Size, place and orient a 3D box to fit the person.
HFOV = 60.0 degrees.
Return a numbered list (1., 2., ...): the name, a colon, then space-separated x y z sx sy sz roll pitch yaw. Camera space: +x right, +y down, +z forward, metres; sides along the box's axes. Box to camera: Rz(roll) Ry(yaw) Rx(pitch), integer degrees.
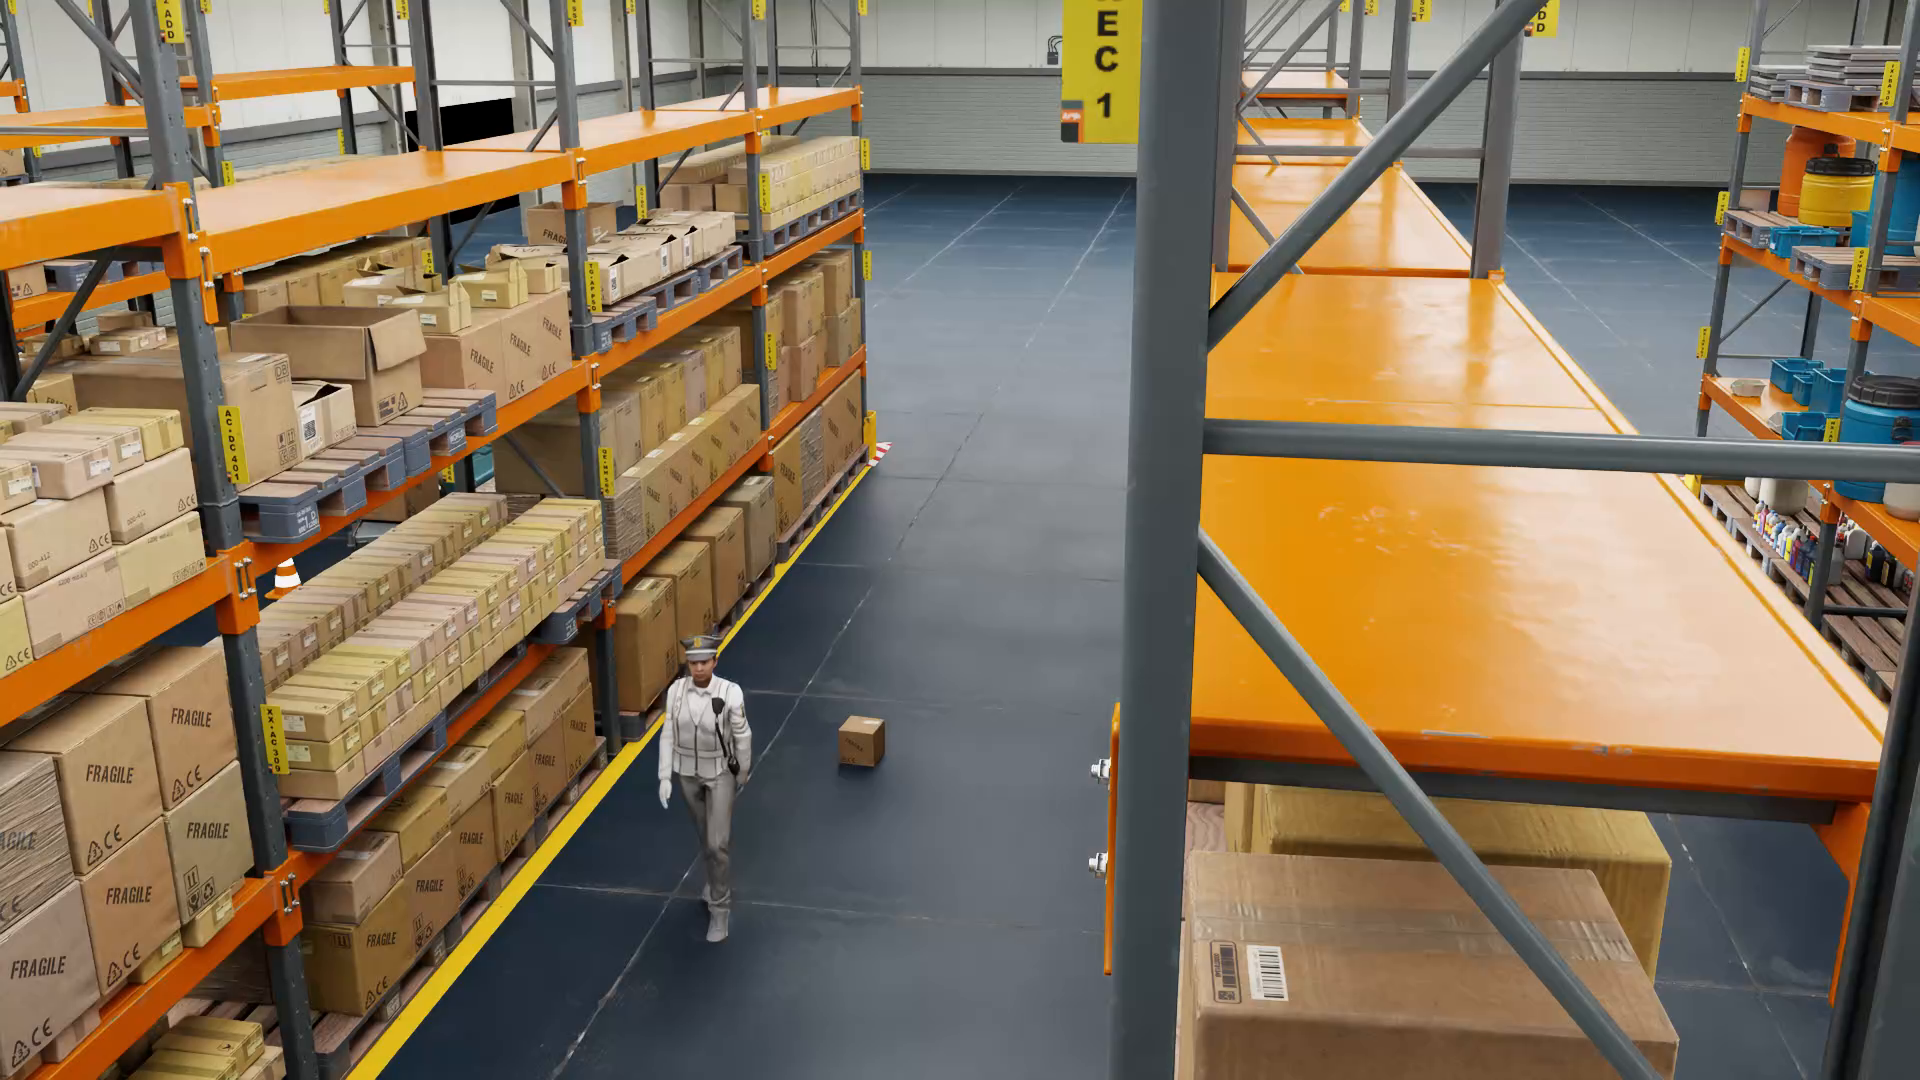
1. person: -1.441 1.361 9.325 0.479 1.755 0.637 4 18 11
